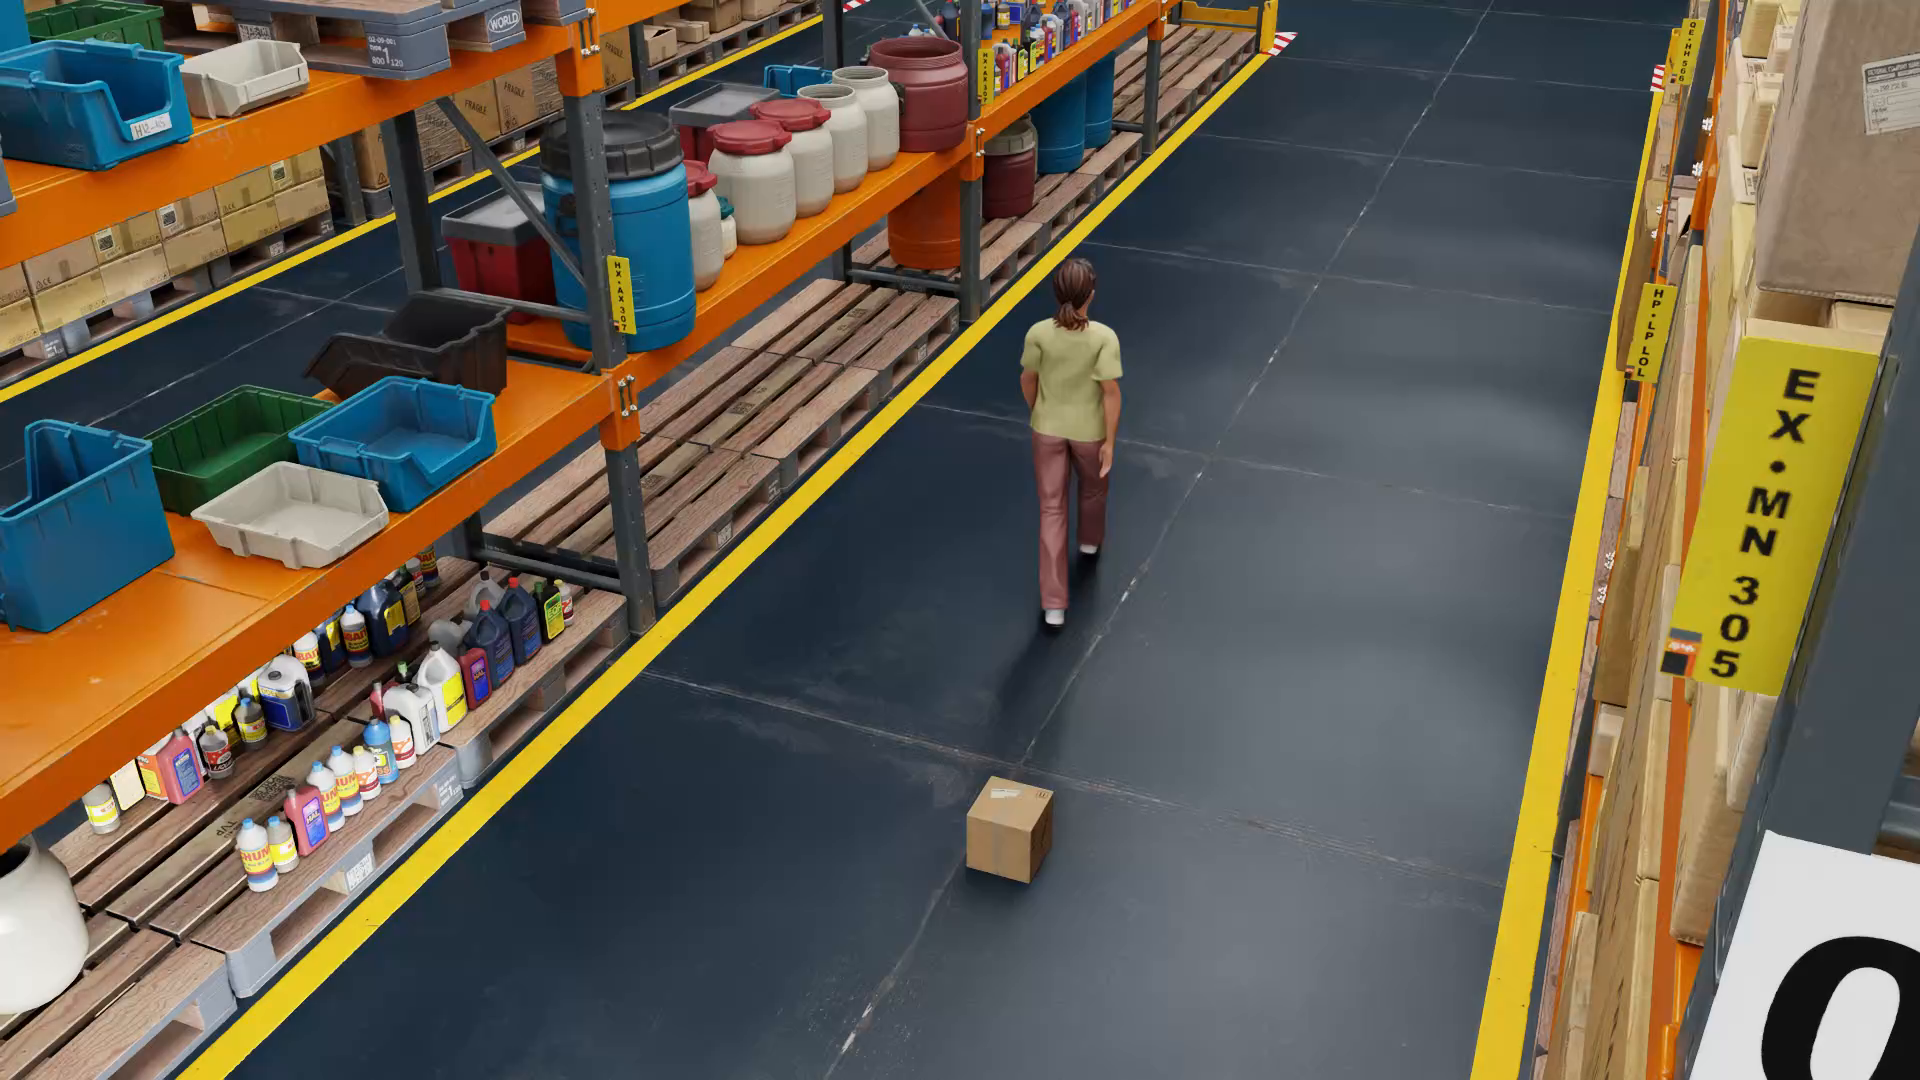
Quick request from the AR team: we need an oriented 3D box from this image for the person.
[{"bbox_3d":[0.501,-0.529,7.529,0.459,1.613,0.979,4,30,7],"label":"person"}]
